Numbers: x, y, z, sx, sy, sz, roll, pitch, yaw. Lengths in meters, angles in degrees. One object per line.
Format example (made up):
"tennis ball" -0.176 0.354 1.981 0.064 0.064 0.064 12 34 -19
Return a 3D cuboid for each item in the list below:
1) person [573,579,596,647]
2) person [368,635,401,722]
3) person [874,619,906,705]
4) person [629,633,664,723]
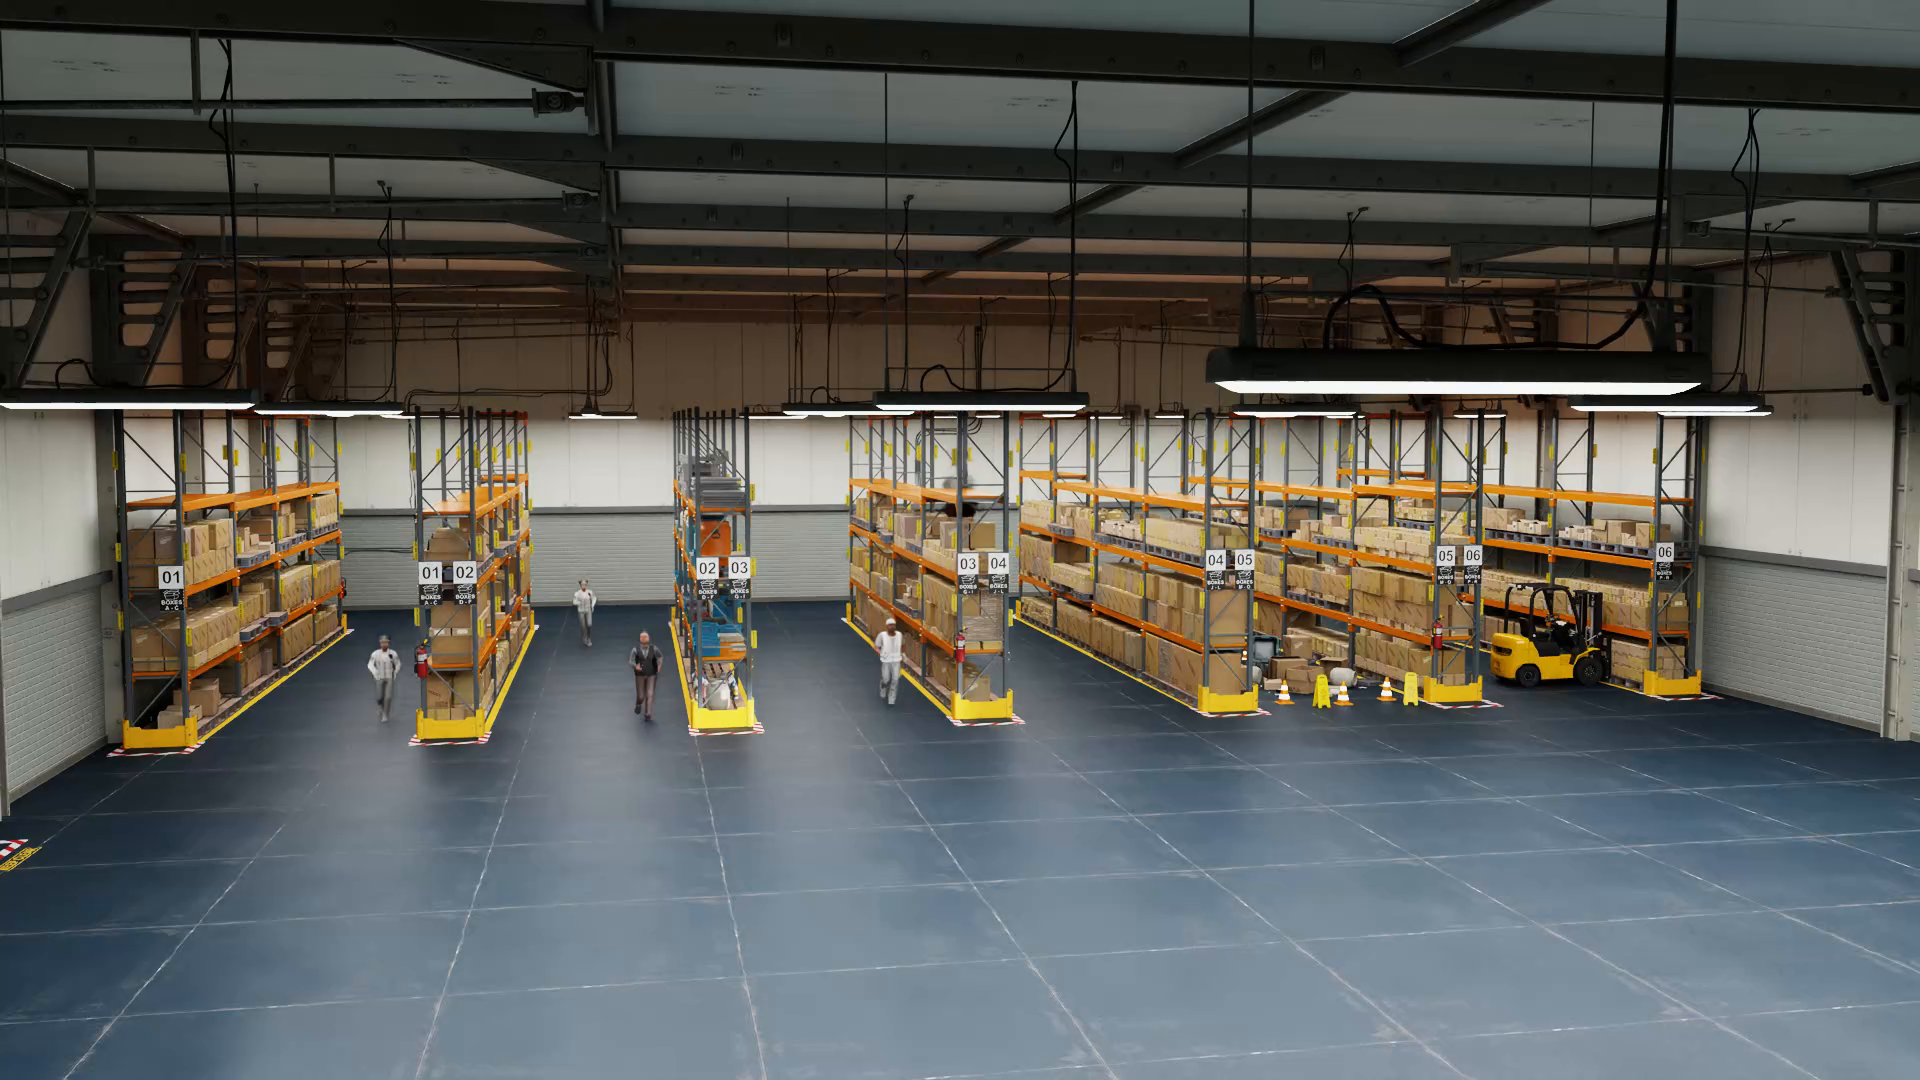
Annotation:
"person" -9.589 1.870 42.511 0.590 1.735 0.726 -1 4 -14
"person" -10.994 2.635 31.796 0.602 1.652 0.543 -1 4 -20
"person" -1.407 2.454 33.723 0.678 1.741 0.679 -1 4 -16
"person" -6.005 2.624 31.869 0.676 1.668 0.847 -1 4 -11
